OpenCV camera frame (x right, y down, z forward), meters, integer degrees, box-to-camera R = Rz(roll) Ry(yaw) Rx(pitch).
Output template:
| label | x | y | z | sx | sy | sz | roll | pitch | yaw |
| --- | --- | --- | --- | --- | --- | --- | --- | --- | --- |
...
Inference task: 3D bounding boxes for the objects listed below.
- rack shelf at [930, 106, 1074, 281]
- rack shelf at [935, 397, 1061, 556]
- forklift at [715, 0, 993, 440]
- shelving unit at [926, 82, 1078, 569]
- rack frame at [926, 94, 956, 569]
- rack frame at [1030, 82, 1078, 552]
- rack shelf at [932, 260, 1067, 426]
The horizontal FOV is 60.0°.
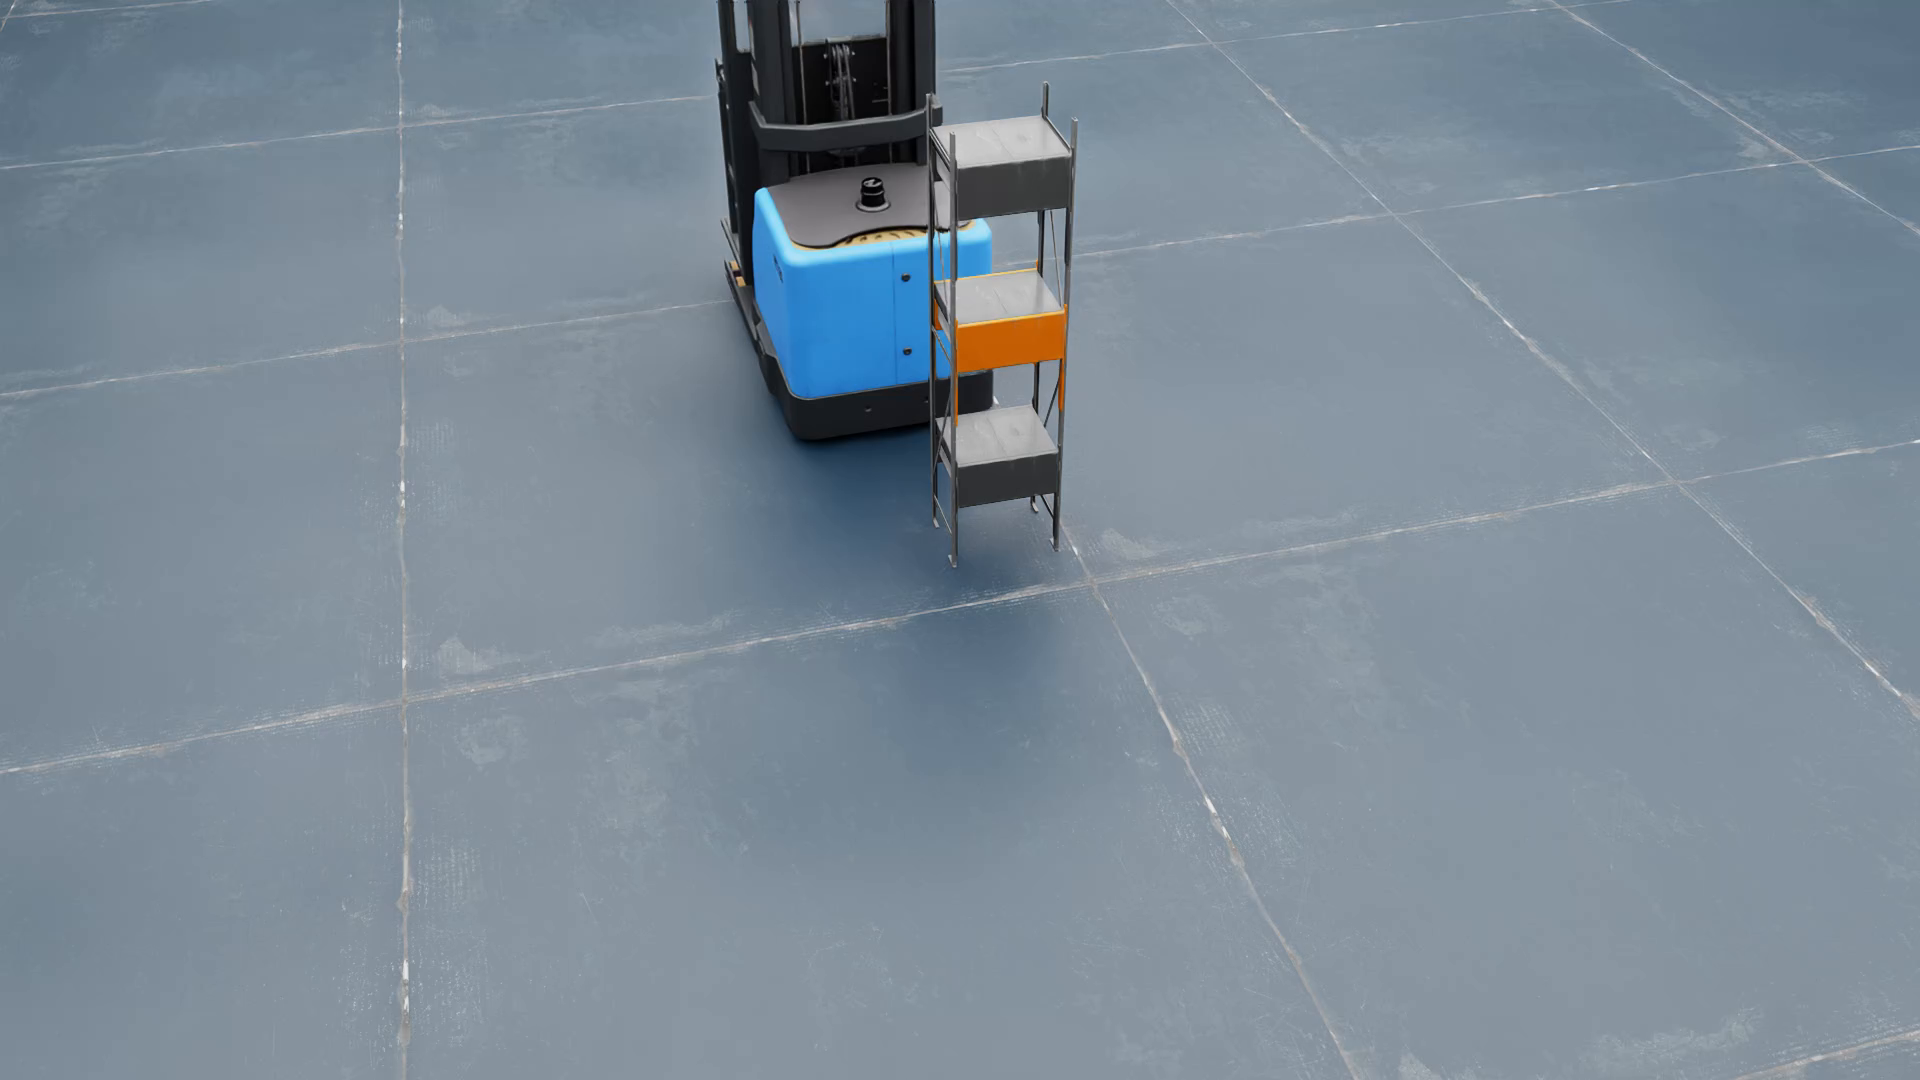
| label | x | y | z | sx | sy | sz | roll | pitch | yaw |
| --- | --- | --- | --- | --- | --- | --- | --- | --- | --- |
| rack shelf | 0.160 | -1.405 | 6.729 | 0.480 | 0.518 | 0.431 | -9 | 38 | -12 |
| rack shelf | 0.160 | -0.293 | 7.580 | 0.480 | 0.518 | 0.431 | -9 | 38 | -12 |
| forklift | -0.731 | -2.562 | 8.687 | 1.130 | 2.935 | 3.031 | -10 | 39 | -13 |
| shelving unit | 0.160 | -0.860 | 7.146 | 0.503 | 2.100 | 0.431 | -9 | 38 | -12 |
| rack frame | -0.076 | -0.822 | 7.096 | 0.015 | 2.100 | 0.400 | -9 | 38 | -12 |
| rack frame | 0.395 | -0.899 | 7.197 | 0.015 | 2.100 | 0.400 | -9 | 38 | -12 |
| rack shelf | 0.160 | -0.849 | 7.155 | 0.480 | 0.518 | 0.431 | -9 | 38 | -12 |
